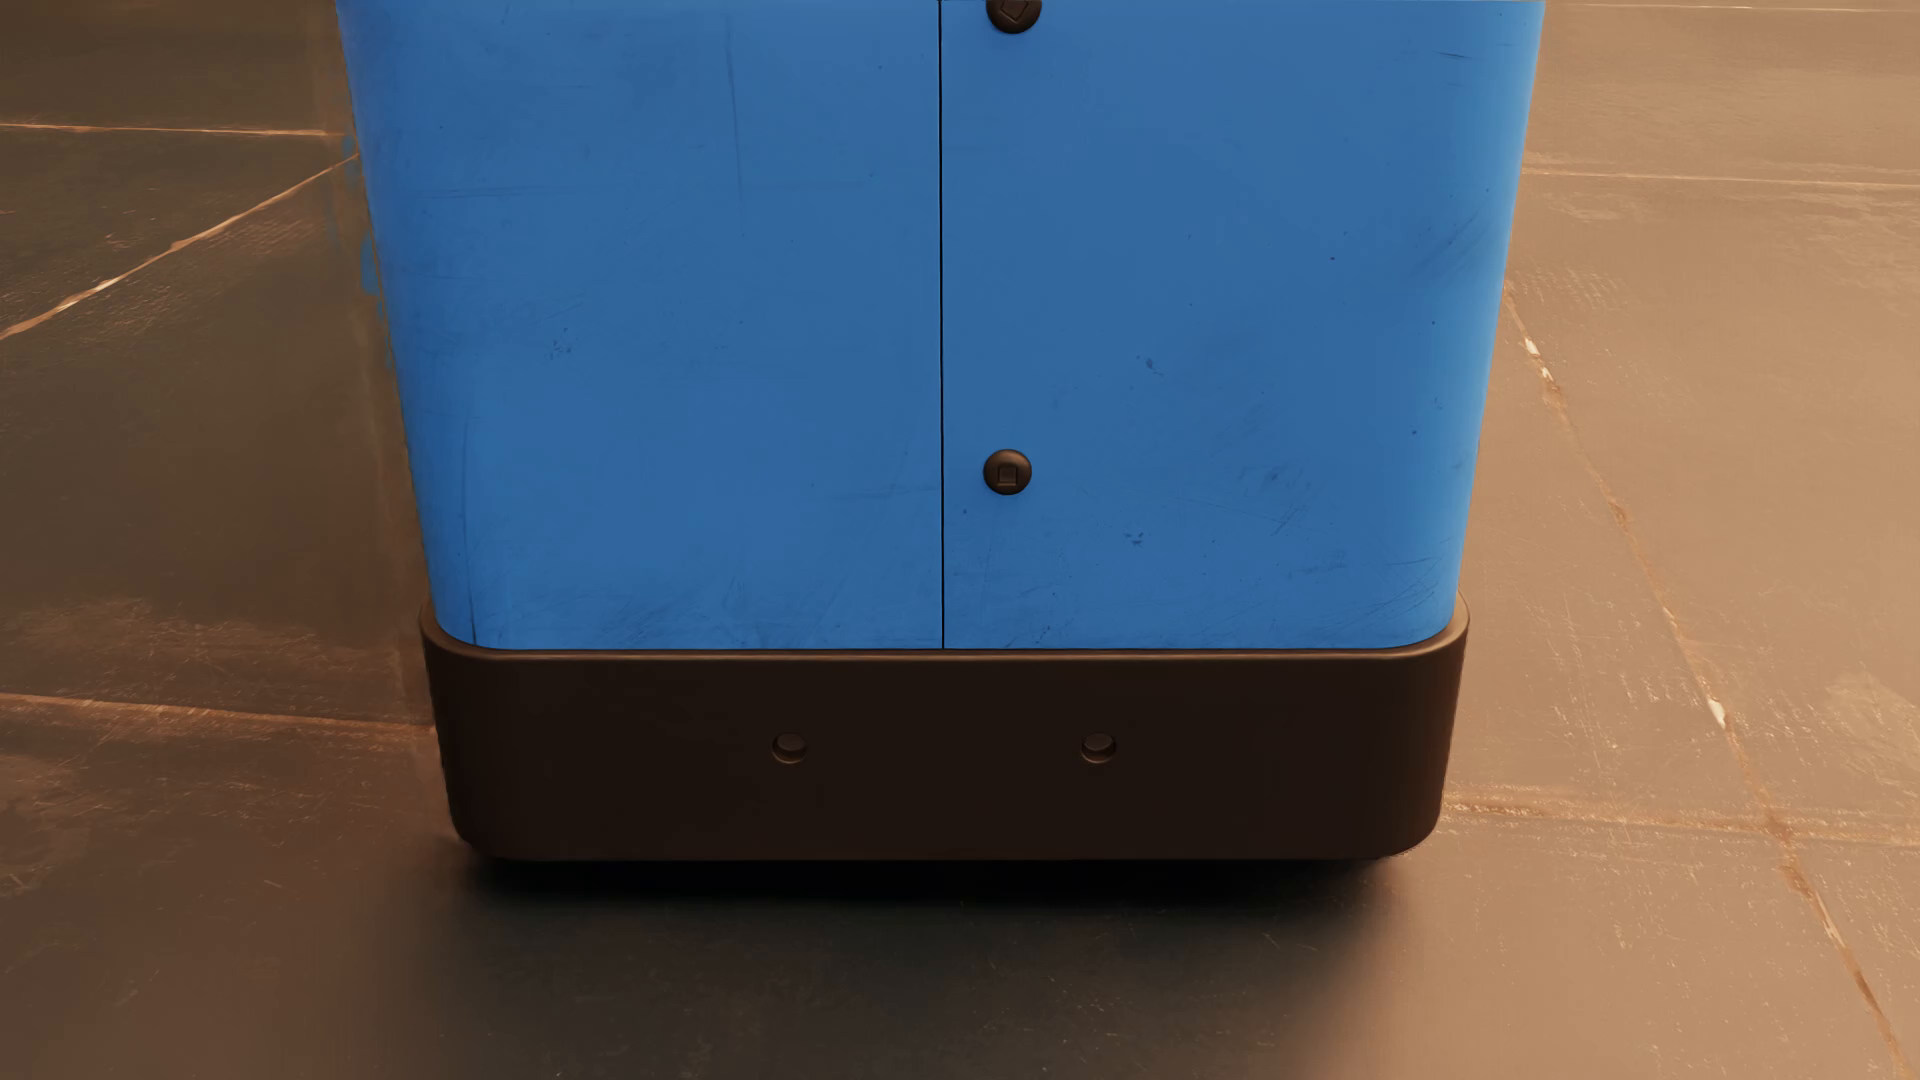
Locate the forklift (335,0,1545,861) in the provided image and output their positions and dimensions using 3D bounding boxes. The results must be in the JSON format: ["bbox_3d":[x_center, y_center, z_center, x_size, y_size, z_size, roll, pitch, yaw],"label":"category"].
[{"bbox_3d":[-0.019,-1.598,2.419,1.130,2.935,3.031,0,27,0],"label":"forklift"}]
